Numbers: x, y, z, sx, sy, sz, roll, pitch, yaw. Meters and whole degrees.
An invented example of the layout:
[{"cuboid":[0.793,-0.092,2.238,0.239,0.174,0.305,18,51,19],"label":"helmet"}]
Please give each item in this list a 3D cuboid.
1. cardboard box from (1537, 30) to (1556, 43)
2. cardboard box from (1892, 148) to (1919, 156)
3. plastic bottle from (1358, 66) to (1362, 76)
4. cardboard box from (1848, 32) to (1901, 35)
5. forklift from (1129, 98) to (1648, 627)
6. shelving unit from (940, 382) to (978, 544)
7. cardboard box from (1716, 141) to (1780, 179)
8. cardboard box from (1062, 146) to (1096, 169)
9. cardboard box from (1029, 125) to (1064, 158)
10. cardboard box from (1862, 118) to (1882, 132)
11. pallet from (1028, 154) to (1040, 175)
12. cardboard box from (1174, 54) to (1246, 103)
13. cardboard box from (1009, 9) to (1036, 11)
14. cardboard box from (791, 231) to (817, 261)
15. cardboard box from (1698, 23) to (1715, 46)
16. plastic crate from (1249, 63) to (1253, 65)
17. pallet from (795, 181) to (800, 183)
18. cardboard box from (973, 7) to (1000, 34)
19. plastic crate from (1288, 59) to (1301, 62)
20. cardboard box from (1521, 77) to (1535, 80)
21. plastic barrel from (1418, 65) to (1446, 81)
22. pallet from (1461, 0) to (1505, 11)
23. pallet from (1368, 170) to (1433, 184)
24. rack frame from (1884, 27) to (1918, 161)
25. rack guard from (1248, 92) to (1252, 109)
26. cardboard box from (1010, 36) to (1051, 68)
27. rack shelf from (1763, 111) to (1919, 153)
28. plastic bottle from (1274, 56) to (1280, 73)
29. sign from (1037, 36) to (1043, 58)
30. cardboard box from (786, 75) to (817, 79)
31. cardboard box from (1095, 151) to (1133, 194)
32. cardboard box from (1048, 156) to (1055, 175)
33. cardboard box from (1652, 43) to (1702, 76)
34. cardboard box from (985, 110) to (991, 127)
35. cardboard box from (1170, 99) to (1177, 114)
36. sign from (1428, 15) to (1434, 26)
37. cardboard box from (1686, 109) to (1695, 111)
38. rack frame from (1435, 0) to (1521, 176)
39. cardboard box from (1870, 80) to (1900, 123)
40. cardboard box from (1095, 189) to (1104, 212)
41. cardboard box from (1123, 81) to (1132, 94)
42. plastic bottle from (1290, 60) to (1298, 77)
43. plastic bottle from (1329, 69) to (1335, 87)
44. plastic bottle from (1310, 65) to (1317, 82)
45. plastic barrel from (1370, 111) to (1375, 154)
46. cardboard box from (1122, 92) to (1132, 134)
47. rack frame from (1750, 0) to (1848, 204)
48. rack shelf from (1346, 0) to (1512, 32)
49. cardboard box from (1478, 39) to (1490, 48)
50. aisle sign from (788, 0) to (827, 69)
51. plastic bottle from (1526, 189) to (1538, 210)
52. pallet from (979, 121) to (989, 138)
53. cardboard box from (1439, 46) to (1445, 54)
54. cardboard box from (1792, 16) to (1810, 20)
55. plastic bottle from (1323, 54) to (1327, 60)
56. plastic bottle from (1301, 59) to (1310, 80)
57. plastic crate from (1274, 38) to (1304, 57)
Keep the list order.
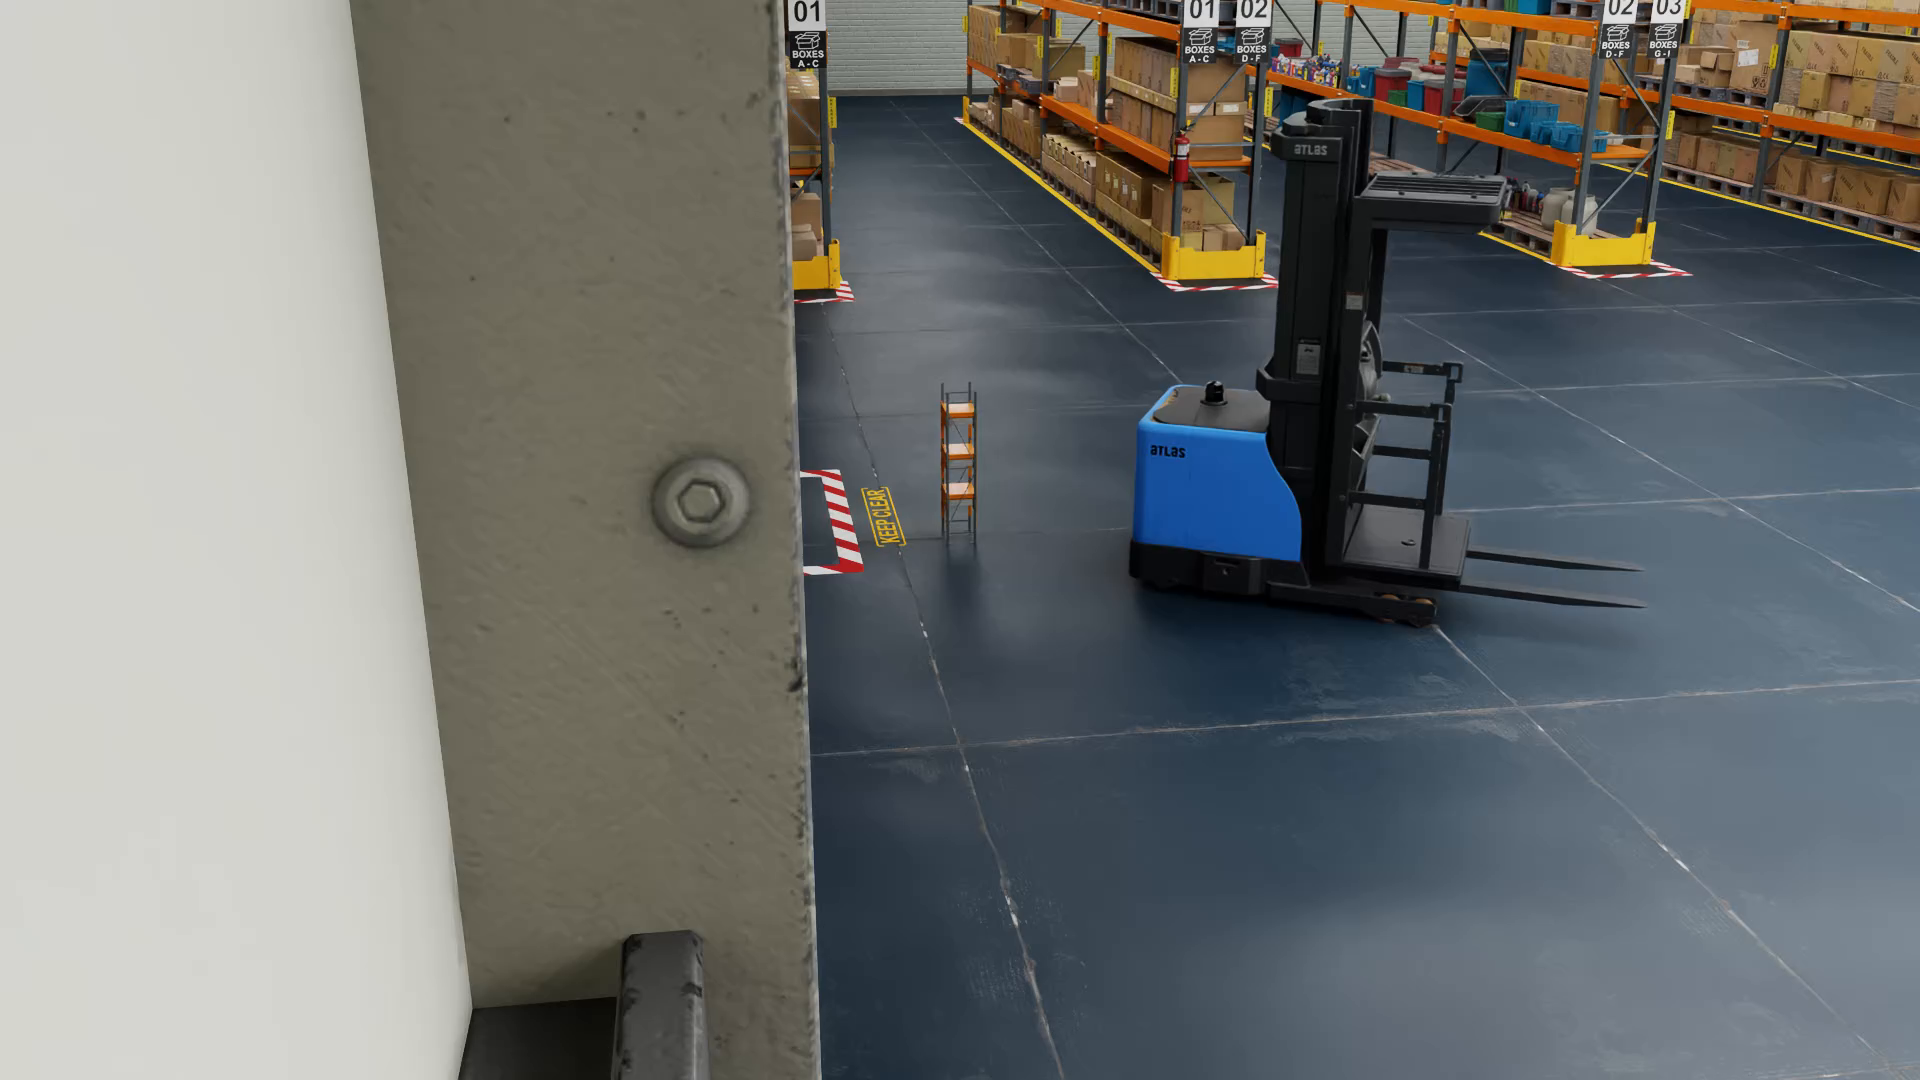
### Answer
[{"cuboid":[11.129,-9.463,30.688,0.797,0.503,0.637,-3,21,-9],"label":"cardboard box"},{"cuboid":[16.527,-6.924,28.083,1.050,0.750,0.750,-3,21,-8],"label":"cardboard box"},{"cuboid":[6.853,-7.966,28.440,0.097,0.271,0.097,0,20,0],"label":"plastic bottle"},{"cuboid":[12.592,-6.736,22.968,0.500,0.500,0.500,-3,21,-8],"label":"cardboard box"},{"cuboid":[2.634,-1.066,9.882,3.031,2.935,1.130,7,22,18],"label":"forklift"},{"cuboid":[-0.008,-0.510,11.082,0.215,1.050,0.252,-3,21,-8],"label":"shelving unit"},{"cuboid":[12.064,-5.812,25.433,0.700,0.500,0.500,-3,21,-8],"label":"cardboard box"},{"cuboid":[1.817,-5.722,24.778,0.500,0.311,0.500,-3,21,-8],"label":"cardboard box"},{"cuboid":[1.435,-6.630,27.625,0.500,0.500,0.500,-2,21,-6],"label":"cardboard box"},{"cuboid":[12.193,-5.496,22.004,0.380,0.149,0.250,-3,21,-8],"label":"cardboard box"},{"cuboid":[1.732,-6.237,27.615,1.003,0.211,1.213,-3,21,-8],"label":"pallet"},{"cuboid":[2.893,-5.349,19.253,0.700,0.500,0.500,-3,21,-8],"label":"cardboard box"},{"cuboid":[1.212,-9.896,31.853,0.500,0.500,0.500,-2,21,-6],"label":"cardboard box"},{"cuboid":[-1.957,-3.453,19.388,0.500,0.311,0.500,-5,21,-14],"label":"cardboard box"},{"cuboid":[15.406,-10.253,33.813,0.500,0.500,0.500,-3,21,-9],"label":"cardboard box"},{"cuboid":[5.700,-9.190,31.842,0.437,0.125,0.590,-3,21,-8],"label":"plastic crate"},{"cuboid":[-2.988,-5.455,25.520,1.003,0.211,1.213,-3,21,-8],"label":"pallet"},{"cuboid":[0.534,-10.221,32.723,0.500,0.500,0.500,-3,21,-7],"label":"cardboard box"},{"cuboid":[6.202,-8.990,31.289,0.396,0.136,0.243,-3,21,-8],"label":"plastic crate"},{"cuboid":[11.013,-8.601,32.393,0.875,0.875,0.875,-3,21,-8],"label":"cardboard box"},{"cuboid":[7.192,-6.957,25.361,0.433,0.535,0.433,0,20,0],"label":"plastic barrel"},{"cuboid":[7.481,-7.219,22.240,1.213,0.211,1.003,-3,21,-8],"label":"pallet"},{"cuboid":[6.950,-5.534,25.731,1.003,0.211,1.213,-3,21,-8],"label":"pallet"},{"cuboid":[16.528,-7.997,28.340,1.000,3.000,0.127,-3,21,-8],"label":"rack frame"},{"cuboid":[5.534,-9.138,34.969,1.175,0.500,0.348,-3,21,-8],"label":"rack guard"},{"cuboid":[1.234,-8.502,28.948,0.700,0.500,0.500,0,20,1],"label":"cardboard box"},{"cuboid":[12.470,-5.367,22.328,1.077,0.370,4.000,-3,21,-8],"label":"rack shelf"},{"cuboid":[5.777,-8.667,30.302,0.061,0.283,0.133,-3,21,-8],"label":"plastic bottle"},{"cuboid":[1.266,-7.758,26.159,0.100,0.325,0.005,-3,21,-8],"label":"sign"},{"cuboid":[-2.071,-5.617,21.082,0.500,0.500,0.500,-3,21,-8],"label":"cardboard box"},{"cuboid":[2.135,-4.982,22.526,0.500,0.500,0.500,-3,21,-8],"label":"cardboard box"},{"cuboid":[1.660,-5.822,25.846,0.500,0.250,0.500,-3,21,-9],"label":"cardboard box"},{"cuboid":[11.723,-7.840,27.178,0.500,0.500,0.500,-6,21,-14],"label":"cardboard box"},{"cuboid":[0.754,-8.057,31.716,0.500,0.311,0.500,-3,21,-8],"label":"cardboard box"},{"cuboid":[2.672,-5.077,19.453,0.380,0.149,0.250,-2,21,-6],"label":"cardboard box"},{"cuboid":[9.902,-10.968,34.945,0.100,0.325,0.005,-3,21,-8],"label":"sign"},{"cuboid":[15.304,-8.990,34.473,0.380,0.149,0.250,-4,21,-10],"label":"cardboard box"},{"cuboid":[7.281,-6.147,23.387,1.000,3.000,0.127,-3,21,-8],"label":"rack frame"},{"cuboid":[12.486,-5.732,21.708,0.875,0.500,0.500,-3,21,-8],"label":"cardboard box"},{"cuboid":[2.145,-4.631,22.658,0.500,0.250,0.500,-3,21,-8],"label":"cardboard box"},{"cuboid":[2.340,-5.879,21.601,0.380,0.149,0.250,-3,21,-8],"label":"cardboard box"},{"cuboid":[5.951,-8.359,29.486,0.152,0.276,0.135,-3,21,-8],"label":"plastic bottle"},{"cuboid":[6.190,-7.676,27.647,0.061,0.283,0.133,-3,21,-8],"label":"plastic bottle"},{"cuboid":[6.059,-7.991,28.492,0.061,0.283,0.133,-3,21,-8],"label":"plastic bottle"},{"cuboid":[6.617,-6.880,27.852,0.600,0.830,0.708,-3,21,-8],"label":"plastic barrel"},{"cuboid":[2.531,-5.610,21.805,0.700,0.500,0.500,-3,21,-8],"label":"cardboard box"},{"cuboid":[12.182,-6.397,24.056,1.000,3.000,0.127,-3,21,-8],"label":"rack frame"},{"cuboid":[6.992,-7.908,24.842,1.077,0.370,4.000,-3,21,-8],"label":"rack shelf"},{"cuboid":[10.554,-9.731,32.772,0.500,0.250,0.500,-2,21,-7],"label":"cardboard box"},{"cuboid":[-1.639,-5.470,17.860,0.394,0.787,0.004,-3,21,-8],"label":"aisle sign"},{"cuboid":[7.752,-4.634,22.600,0.152,0.276,0.135,-3,21,-7],"label":"plastic bottle"},{"cuboid":[0.948,-8.023,32.396,1.003,0.211,1.213,-3,21,-8],"label":"pallet"},{"cuboid":[10.215,-10.206,34.613,0.380,0.149,0.250,-3,21,-9],"label":"cardboard box"},{"cuboid":[16.127,-10.205,32.255,0.500,0.500,0.500,-2,21,-6],"label":"cardboard box"},{"cuboid":[6.584,-8.592,30.004,0.144,0.351,0.185,-3,21,-8],"label":"plastic bottle"},{"cuboid":[6.031,-8.190,28.929,0.144,0.351,0.185,-3,21,-8],"label":"plastic bottle"},{"cuboid":[6.247,-9.297,31.643,0.402,0.464,0.583,-3,21,-8],"label":"plastic crate"}]
